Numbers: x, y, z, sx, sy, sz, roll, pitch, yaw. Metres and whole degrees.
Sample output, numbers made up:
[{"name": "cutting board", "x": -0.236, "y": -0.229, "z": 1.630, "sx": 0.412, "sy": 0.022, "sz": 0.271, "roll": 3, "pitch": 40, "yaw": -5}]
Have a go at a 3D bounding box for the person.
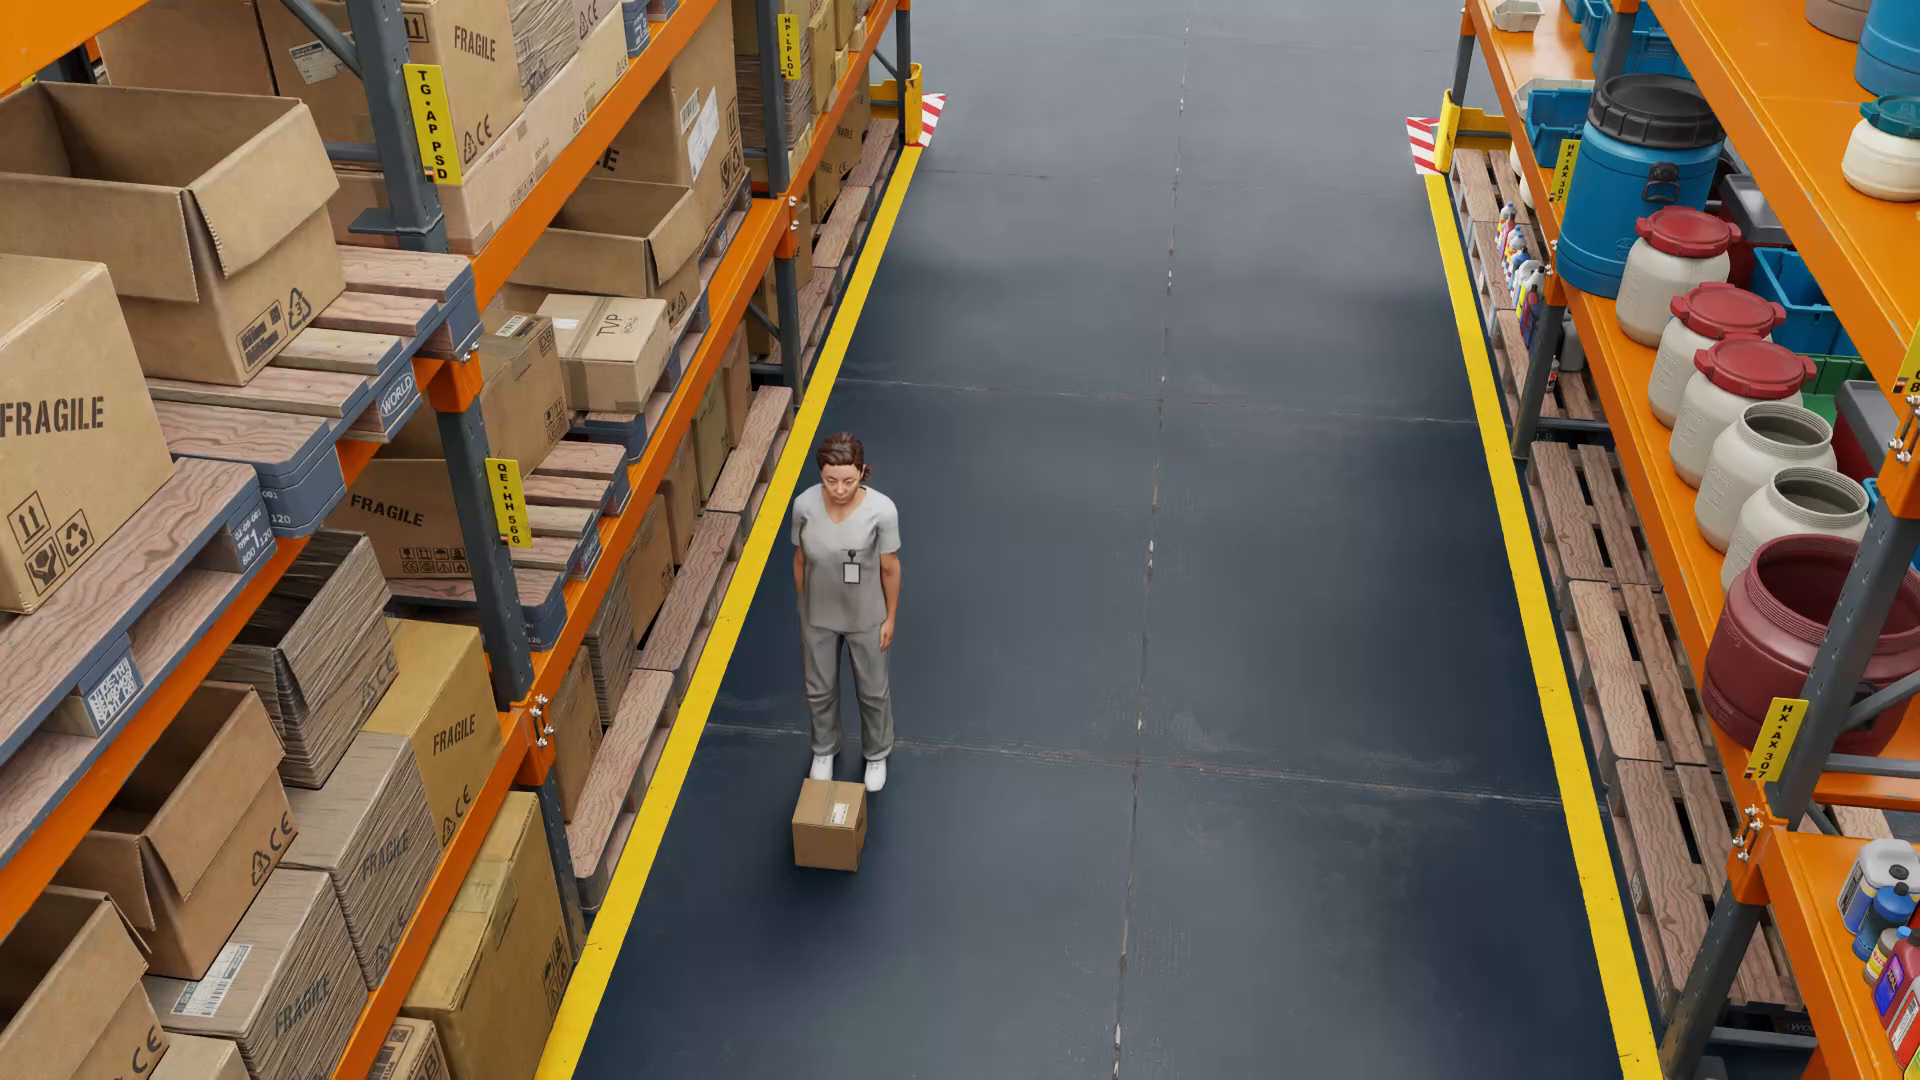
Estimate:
[{"name": "person", "x": -0.447, "y": 0.291, "z": 6.656, "sx": 0.438, "sy": 1.681, "sz": 0.362, "roll": 5, "pitch": 37, "yaw": 7}]
